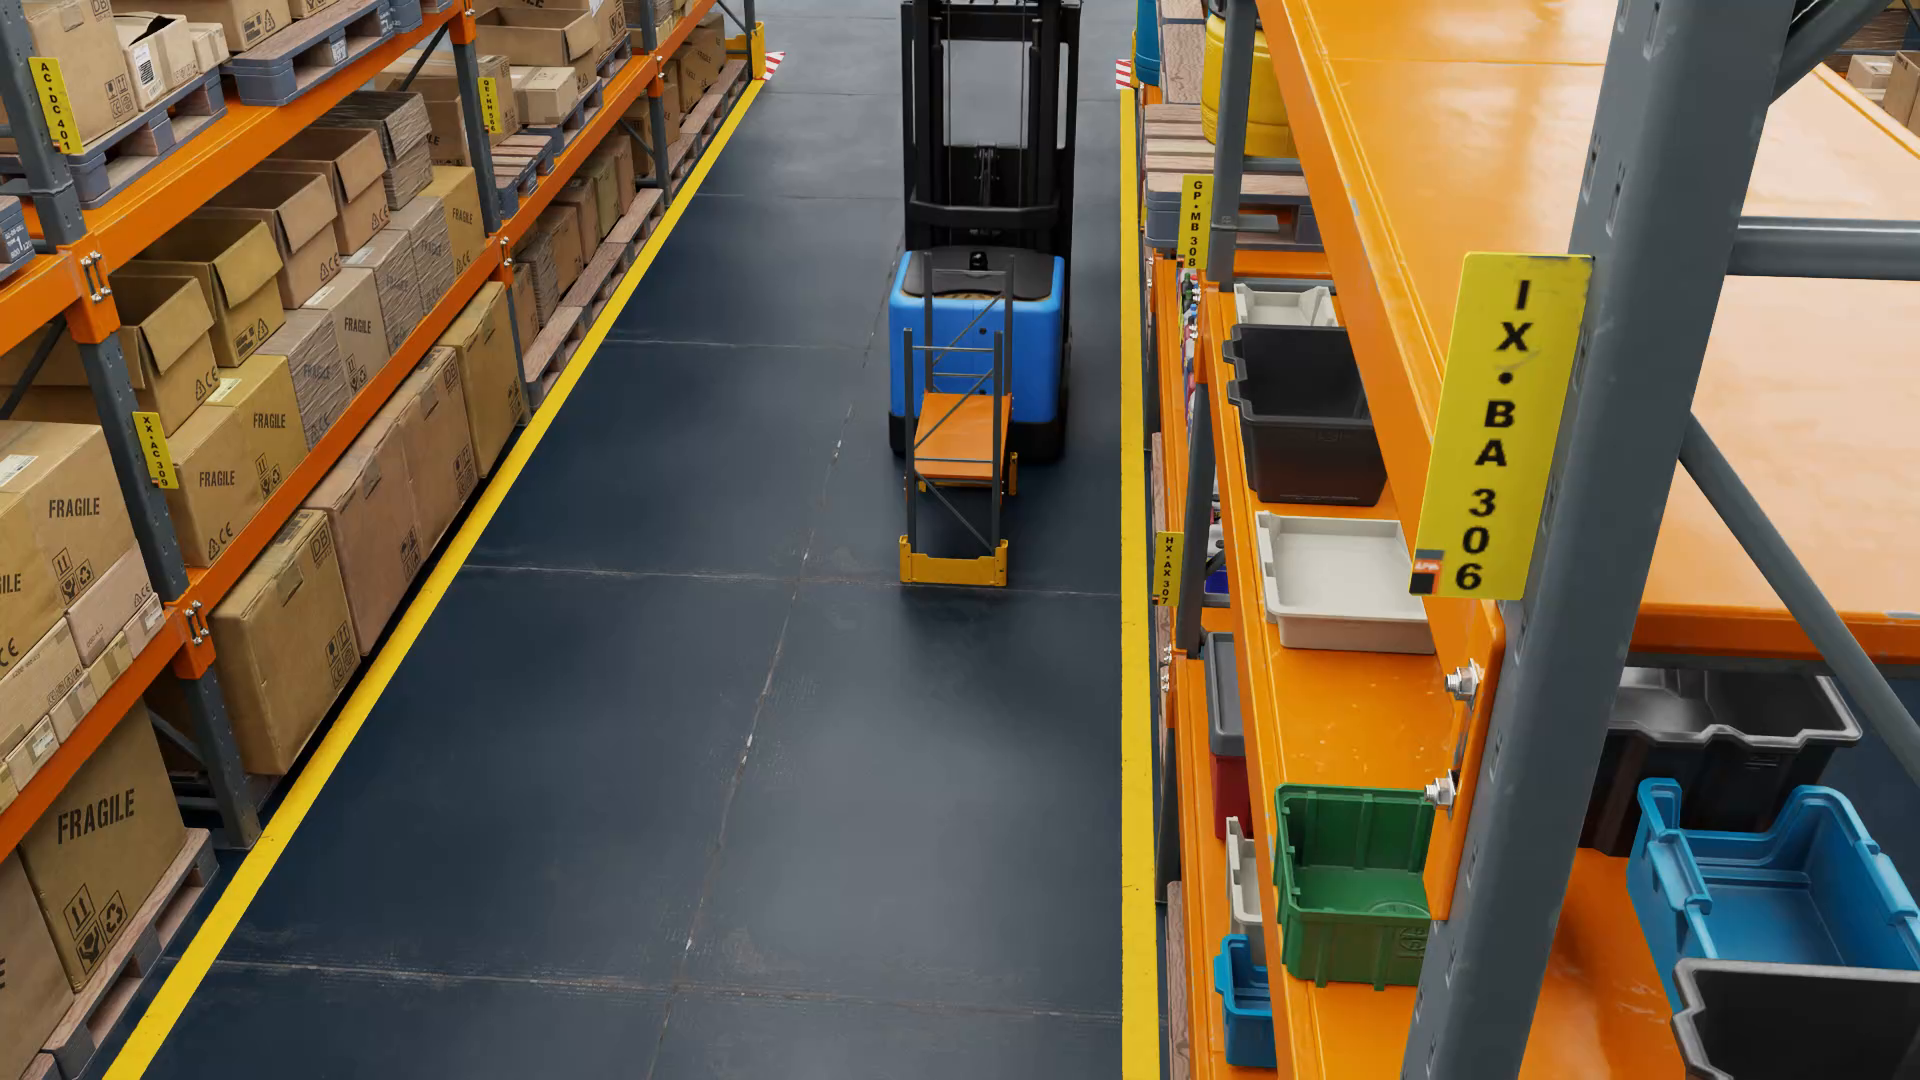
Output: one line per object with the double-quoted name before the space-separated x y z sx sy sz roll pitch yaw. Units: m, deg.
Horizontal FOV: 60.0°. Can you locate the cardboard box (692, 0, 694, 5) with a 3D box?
"cardboard box" -2.564 -4.790 14.683 0.380 0.149 0.250 2 32 4

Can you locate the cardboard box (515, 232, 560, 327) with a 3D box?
"cardboard box" -3.217 -1.816 11.581 0.700 0.500 0.500 0 32 0

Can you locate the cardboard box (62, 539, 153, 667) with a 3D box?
"cardboard box" -3.384 0.220 6.174 0.500 0.250 0.500 2 32 3

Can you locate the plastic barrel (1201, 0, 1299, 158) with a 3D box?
"plastic barrel" 1.199 -1.770 6.104 0.600 0.588 0.600 0 32 0

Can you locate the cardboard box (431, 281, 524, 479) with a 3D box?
"cardboard box" -3.361 -0.965 9.863 1.225 0.875 0.875 1 32 2

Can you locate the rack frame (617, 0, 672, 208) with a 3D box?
"rack frame" -2.958 -4.143 13.393 1.000 3.000 0.127 2 32 4

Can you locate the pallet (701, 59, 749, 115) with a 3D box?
"pallet" -2.740 -4.584 16.768 1.003 0.211 1.213 2 32 4

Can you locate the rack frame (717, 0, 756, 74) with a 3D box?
"rack frame" -2.633 -6.234 16.787 1.000 3.000 0.127 2 32 4

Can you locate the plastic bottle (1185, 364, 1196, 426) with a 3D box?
"plastic bottle" 1.111 -0.687 7.898 0.061 0.283 0.133 2 32 4

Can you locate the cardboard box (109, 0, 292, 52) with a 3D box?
"cardboard box" -3.429 -2.482 7.340 0.797 0.503 0.637 2 32 3

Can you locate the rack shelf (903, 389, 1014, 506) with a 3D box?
"rack shelf" 0.007 -0.530 9.304 0.538 0.185 1.000 2 32 4

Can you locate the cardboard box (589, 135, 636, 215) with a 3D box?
"cardboard box" -3.030 -2.946 13.414 0.700 0.500 0.500 0 32 0

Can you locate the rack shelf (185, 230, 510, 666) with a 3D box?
"rack shelf" -3.447 -0.699 8.491 1.077 0.370 4.000 2 32 4

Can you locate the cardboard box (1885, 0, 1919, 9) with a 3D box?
"cardboard box" 7.130 -4.168 12.722 0.380 0.149 0.250 2 32 4

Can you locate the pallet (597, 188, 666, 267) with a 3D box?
"pallet" -3.020 -2.548 13.464 1.003 0.211 1.213 2 32 4

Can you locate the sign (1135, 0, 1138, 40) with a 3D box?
"sign" 1.431 -4.078 13.025 0.100 0.325 0.005 2 32 4

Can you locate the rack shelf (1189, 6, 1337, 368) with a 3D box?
"rack shelf" 1.490 -1.764 7.361 1.077 0.370 4.000 2 32 4

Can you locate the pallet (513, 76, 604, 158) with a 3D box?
"pallet" -3.164 -3.006 11.732 1.003 0.211 1.213 2 32 4

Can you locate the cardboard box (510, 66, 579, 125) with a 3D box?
"cardboard box" -2.918 -3.033 11.335 0.500 0.250 0.500 2 32 3

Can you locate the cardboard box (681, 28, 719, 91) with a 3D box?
"cardboard box" -2.715 -4.709 16.295 0.500 0.500 0.500 11 33 17

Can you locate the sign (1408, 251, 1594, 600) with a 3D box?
"sign" 0.452 -0.088 1.403 0.100 0.325 0.005 2 32 4

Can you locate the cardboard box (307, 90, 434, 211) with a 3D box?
"cardboard box" -3.360 -2.139 9.091 0.797 0.503 0.637 3 32 6

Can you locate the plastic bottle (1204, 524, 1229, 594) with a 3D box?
"plastic bottle" 1.037 0.085 6.651 0.152 0.276 0.135 2 32 4

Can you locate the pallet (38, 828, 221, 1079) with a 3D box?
"pallet" -3.750 1.622 6.697 1.003 0.211 1.213 2 32 4

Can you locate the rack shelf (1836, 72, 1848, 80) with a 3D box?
"rack shelf" 7.078 -4.457 14.589 1.077 0.370 4.000 2 32 4

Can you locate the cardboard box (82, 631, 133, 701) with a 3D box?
"cardboard box" -3.329 0.456 6.171 0.380 0.149 0.250 3 32 5

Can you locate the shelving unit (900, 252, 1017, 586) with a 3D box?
"shelving unit" 0.006 -0.678 9.201 0.587 1.500 1.083 2 32 4

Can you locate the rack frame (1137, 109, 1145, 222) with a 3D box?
"rack frame" 1.978 -3.931 13.050 1.000 3.000 0.127 2 32 4

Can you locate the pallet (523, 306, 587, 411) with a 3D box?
"pallet" -3.219 -1.272 11.394 1.003 0.211 1.213 2 32 4

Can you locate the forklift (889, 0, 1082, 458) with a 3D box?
"forklift" 0.207 -2.501 10.794 1.130 2.935 3.031 3 32 4

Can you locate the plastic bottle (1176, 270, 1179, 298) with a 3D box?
"plastic bottle" 1.250 -1.432 9.184 0.097 0.201 0.097 0 32 0

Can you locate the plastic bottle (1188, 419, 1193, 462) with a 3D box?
"plastic bottle" 1.119 -0.440 7.503 0.152 0.276 0.135 2 32 4

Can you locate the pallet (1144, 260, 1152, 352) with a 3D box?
"pallet" 1.856 -1.692 12.075 1.003 0.211 1.213 2 32 4

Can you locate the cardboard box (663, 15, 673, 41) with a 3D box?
"cardboard box" -2.608 -4.265 13.832 0.380 0.149 0.250 2 32 4

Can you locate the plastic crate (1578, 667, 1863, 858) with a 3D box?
"plastic crate" 1.400 0.306 3.375 0.504 0.338 0.767 2 32 4

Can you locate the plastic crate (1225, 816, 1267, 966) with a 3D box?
"plastic crate" 1.019 1.068 4.995 0.437 0.282 0.530 2 32 4

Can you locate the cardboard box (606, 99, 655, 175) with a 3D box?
"cardboard box" -2.886 -3.465 14.276 0.500 0.500 0.500 2 32 2

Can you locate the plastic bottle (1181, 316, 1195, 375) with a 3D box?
"plastic bottle" 1.156 -0.975 8.365 0.061 0.283 0.133 2 32 4

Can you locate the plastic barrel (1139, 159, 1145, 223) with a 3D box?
"plastic barrel" 1.388 -2.153 10.035 0.600 0.536 0.708 2 32 4

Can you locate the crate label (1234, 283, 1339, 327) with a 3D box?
"crate label" 0.999 -0.669 5.149 0.293 0.136 0.466 2 32 4

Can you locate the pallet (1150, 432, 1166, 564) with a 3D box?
"pallet" 1.630 -0.238 9.716 1.003 0.211 1.213 2 32 4

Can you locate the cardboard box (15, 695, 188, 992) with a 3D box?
"cardboard box" -3.743 1.108 6.498 0.875 0.875 0.875 2 32 4

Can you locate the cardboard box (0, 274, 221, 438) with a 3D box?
"cardboard box" -3.566 -0.763 6.858 0.797 0.503 0.637 2 32 3

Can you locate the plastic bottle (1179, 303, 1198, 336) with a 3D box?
"plastic bottle" 1.210 -1.171 8.761 0.097 0.201 0.097 0 32 0

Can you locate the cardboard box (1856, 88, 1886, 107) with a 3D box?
"cardboard box" 6.639 -3.156 12.032 0.380 0.149 0.250 2 32 4

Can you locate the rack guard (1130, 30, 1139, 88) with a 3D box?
"rack guard" 2.345 -4.917 17.032 1.175 0.500 0.348 2 32 4

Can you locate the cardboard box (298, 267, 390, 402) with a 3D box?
"cardboard box" -3.205 -1.027 8.242 0.500 0.500 0.500 3 32 5
